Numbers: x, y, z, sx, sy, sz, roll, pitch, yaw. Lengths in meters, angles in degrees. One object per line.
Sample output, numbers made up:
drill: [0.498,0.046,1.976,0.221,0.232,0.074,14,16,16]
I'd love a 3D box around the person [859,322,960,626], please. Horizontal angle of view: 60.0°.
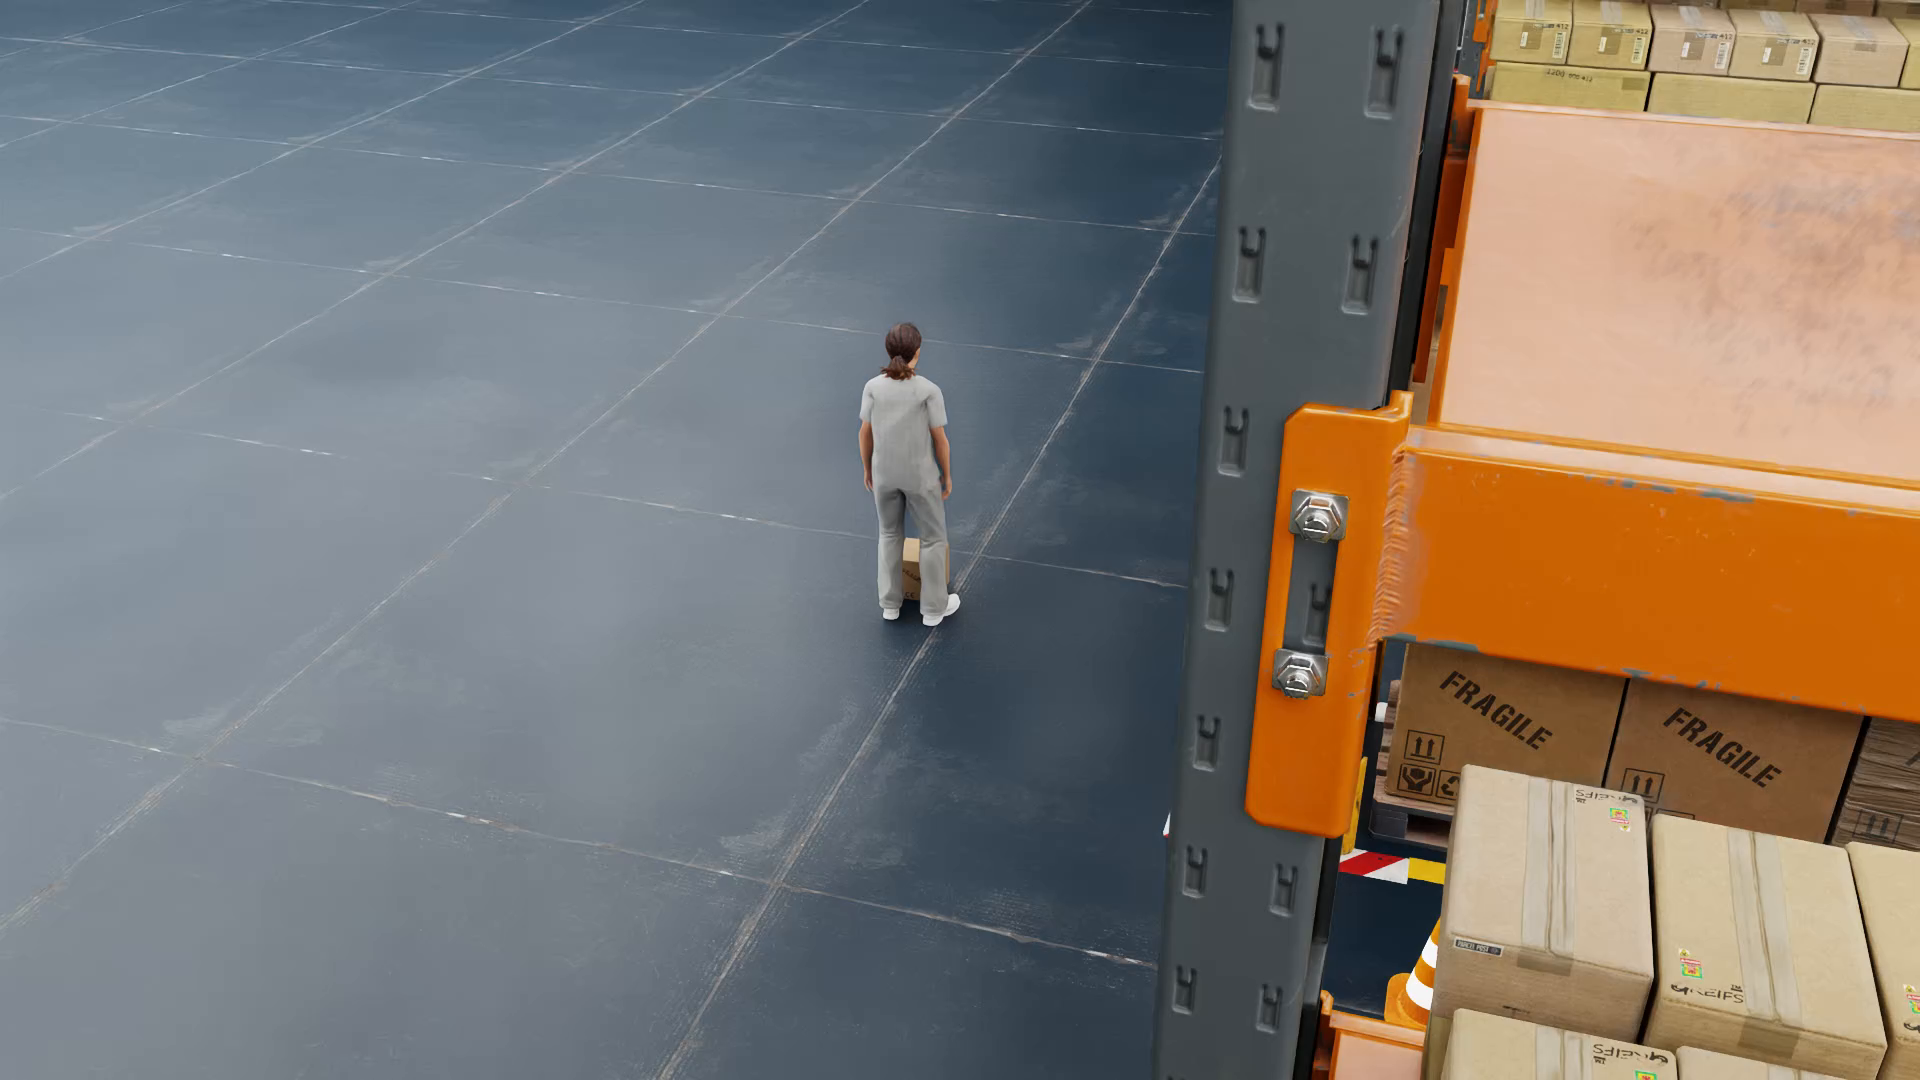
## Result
person: [-0.272,-0.333,8.723,0.498,1.671,0.368,7,30,13]
